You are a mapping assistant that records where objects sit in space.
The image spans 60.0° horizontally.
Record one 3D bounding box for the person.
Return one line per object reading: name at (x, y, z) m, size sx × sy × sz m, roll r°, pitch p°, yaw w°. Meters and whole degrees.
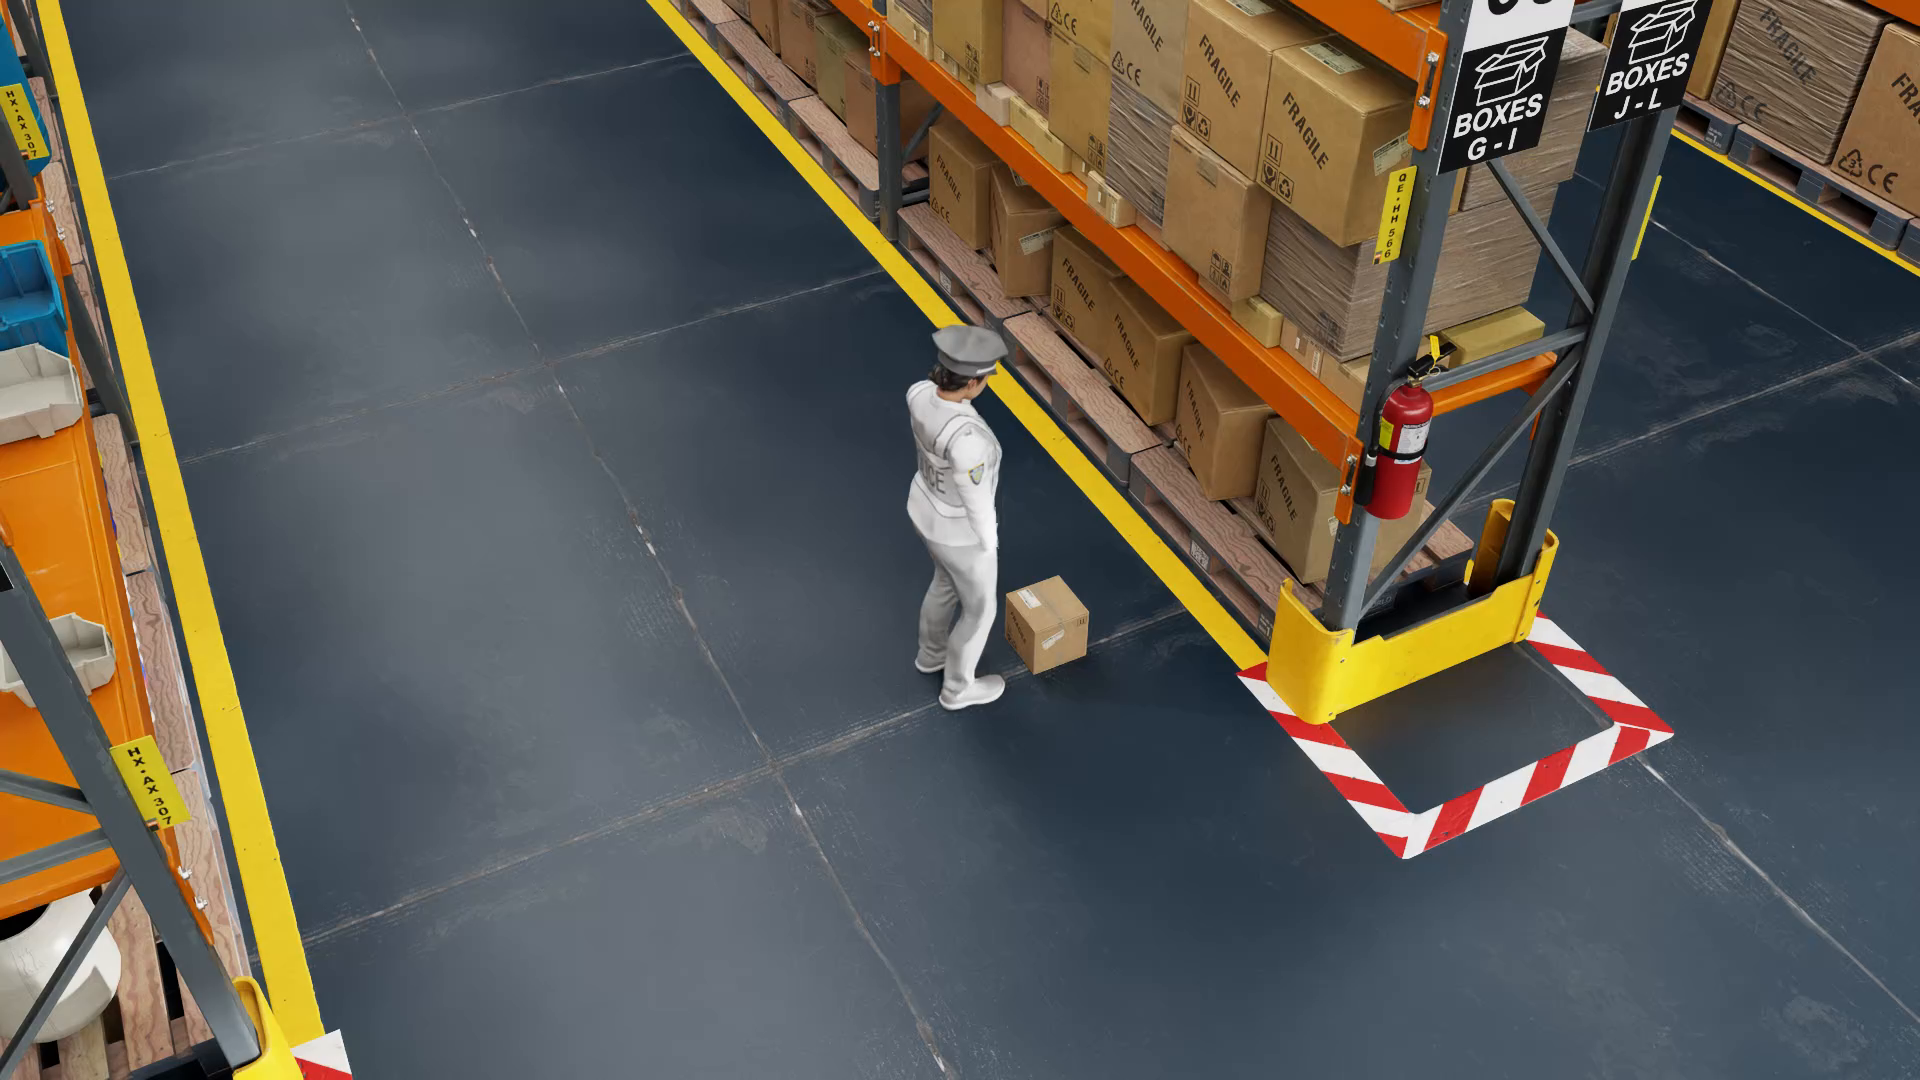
person at (-0.013, -0.070, 6.251) m, size 0.352 × 1.656 × 0.479 m, roll -18°, pitch 45°, yaw -19°
